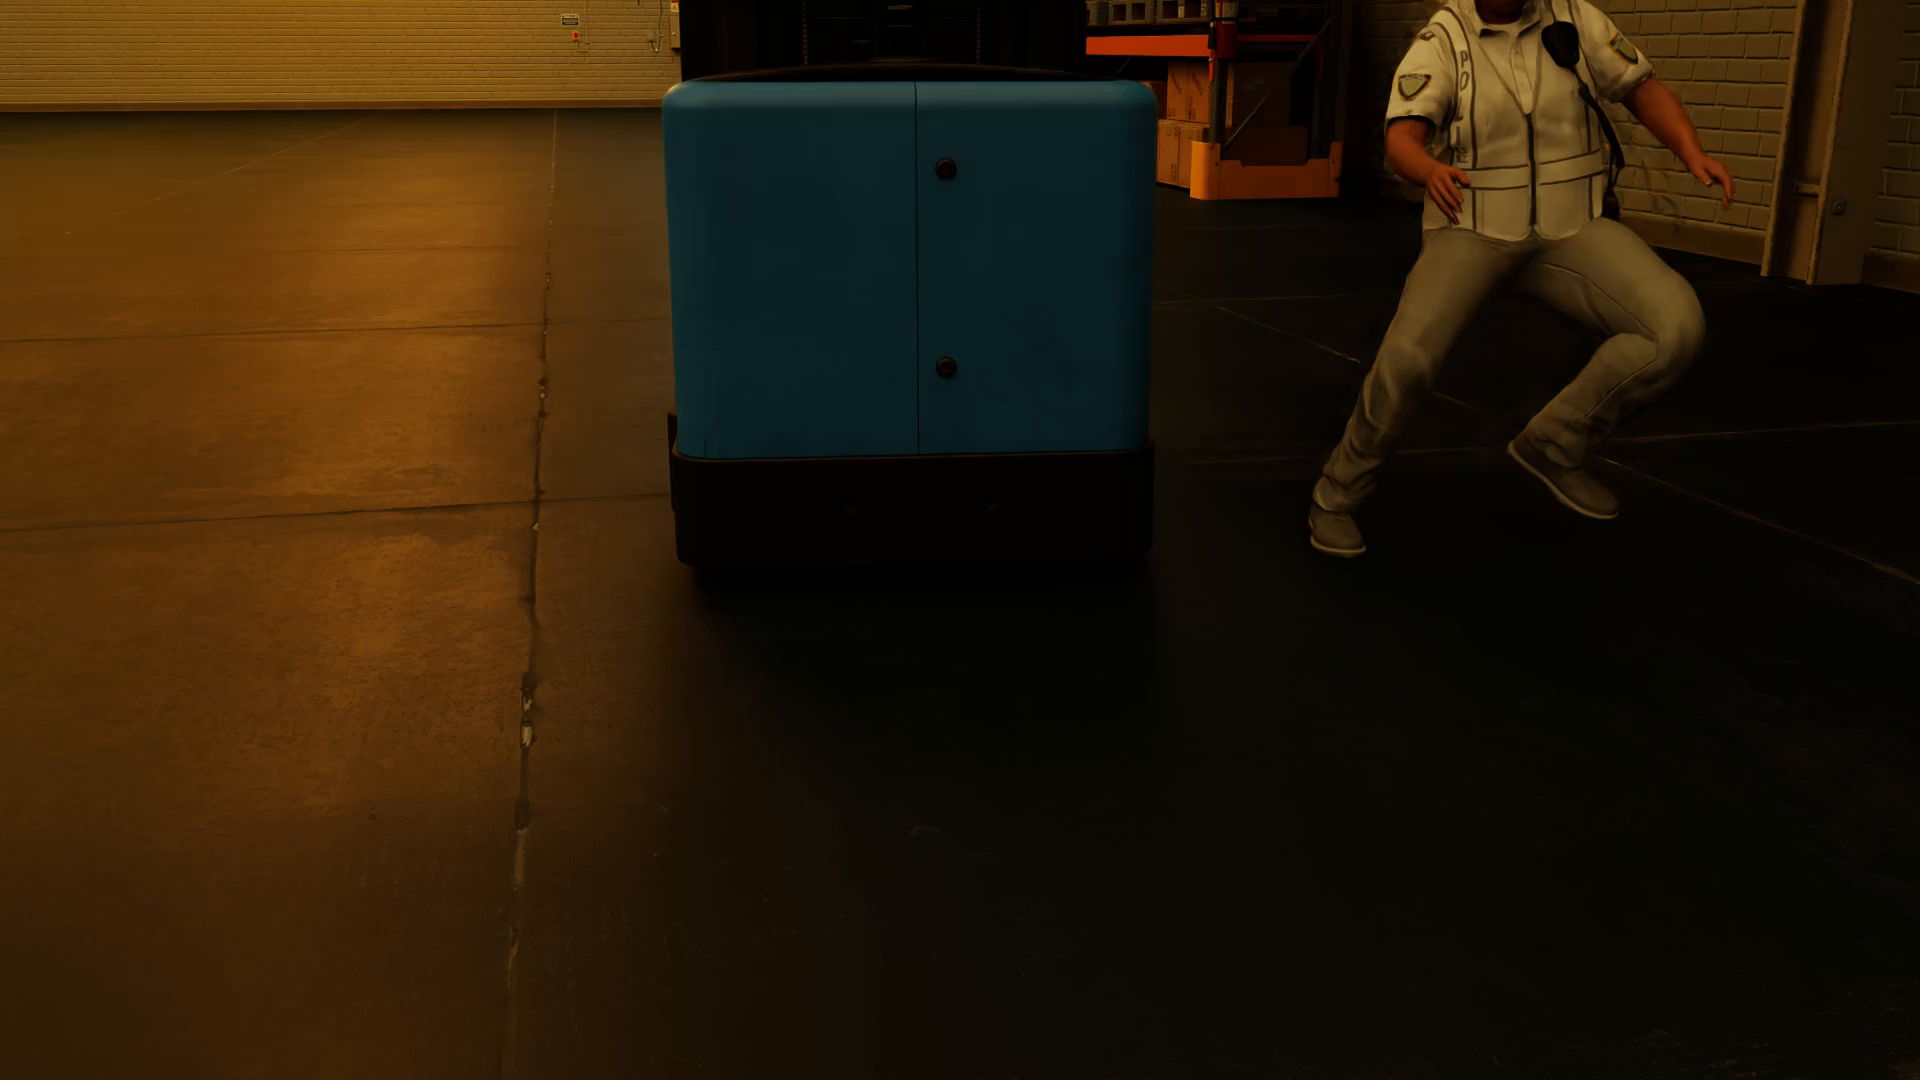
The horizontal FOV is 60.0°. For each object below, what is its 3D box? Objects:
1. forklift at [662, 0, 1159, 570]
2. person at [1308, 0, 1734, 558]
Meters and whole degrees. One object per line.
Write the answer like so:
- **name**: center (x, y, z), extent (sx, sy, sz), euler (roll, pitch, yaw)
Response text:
- **forklift**: center (-0.227, -1.712, 4.633), extent (1.130, 2.935, 3.031), euler (-2, 17, -5)
- **person**: center (1.262, -0.698, 3.781), extent (0.853, 1.477, 0.745), euler (1, 17, 3)
